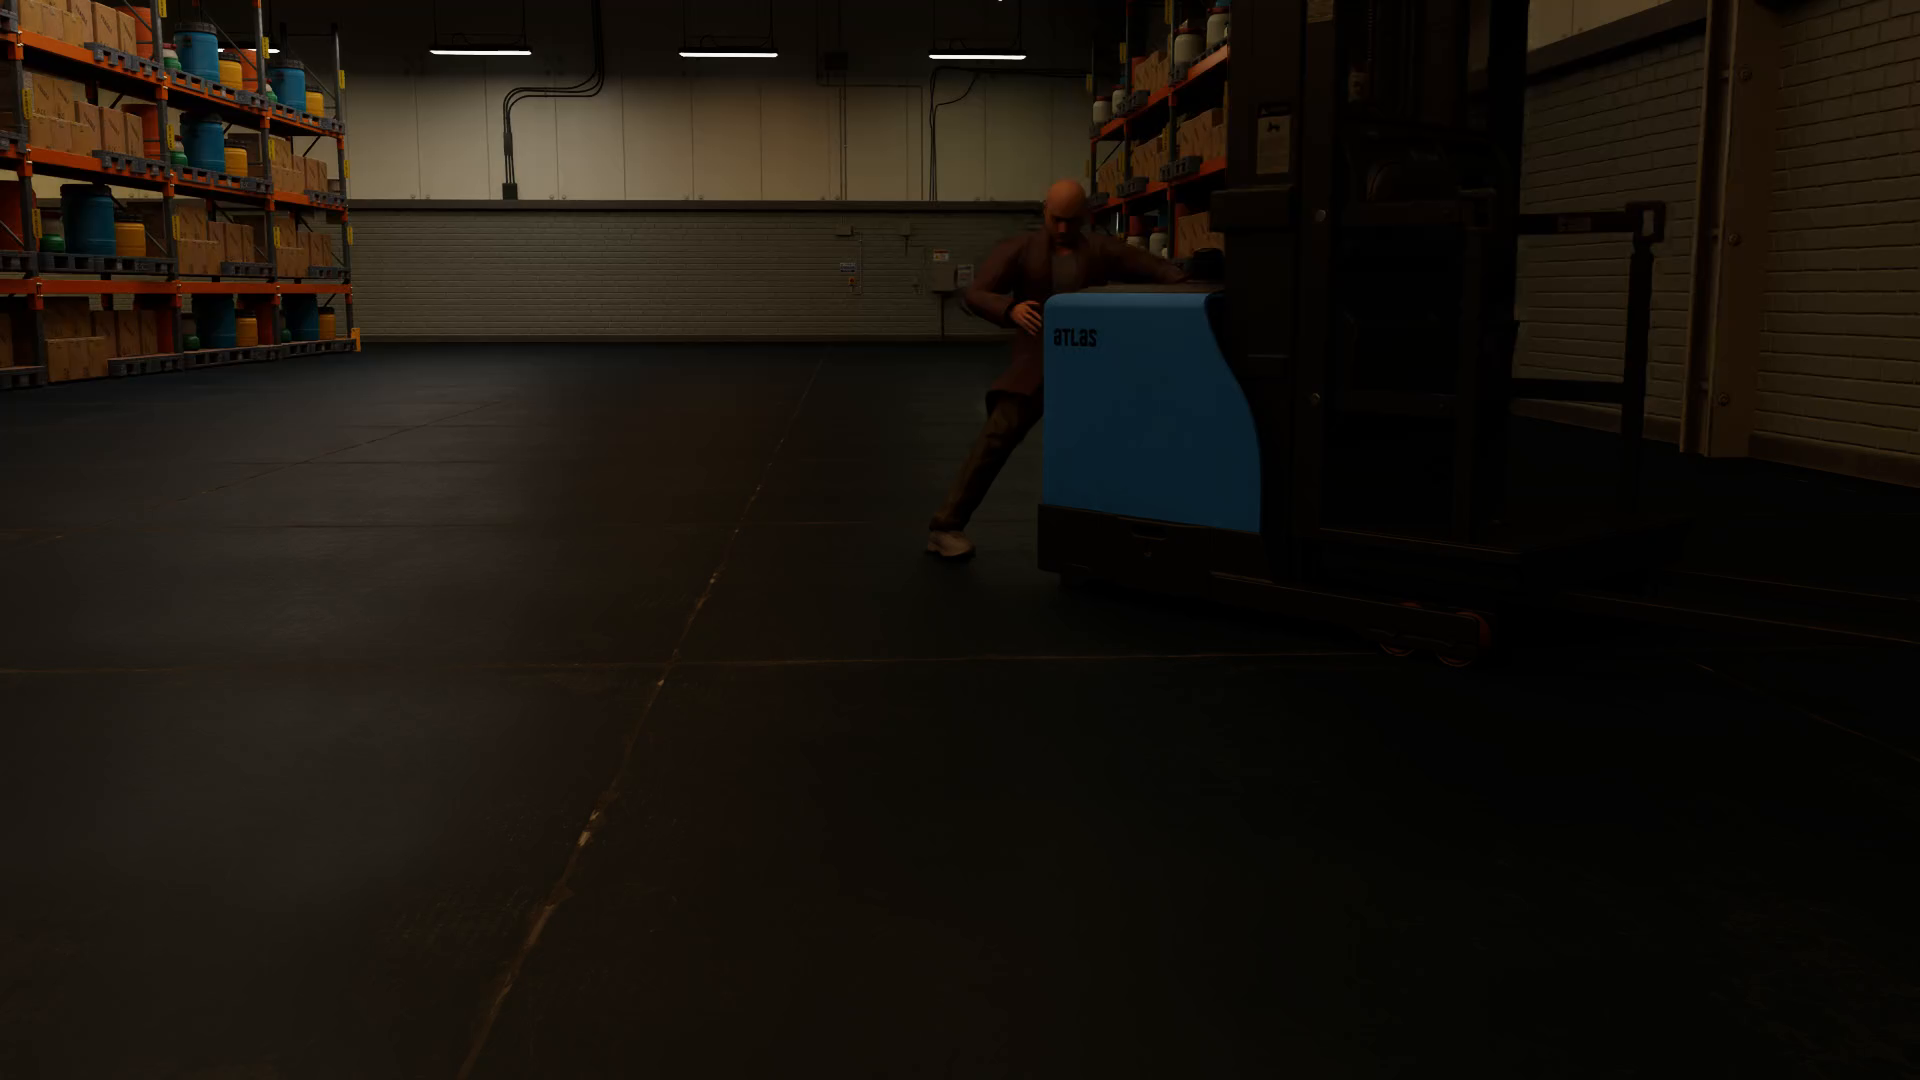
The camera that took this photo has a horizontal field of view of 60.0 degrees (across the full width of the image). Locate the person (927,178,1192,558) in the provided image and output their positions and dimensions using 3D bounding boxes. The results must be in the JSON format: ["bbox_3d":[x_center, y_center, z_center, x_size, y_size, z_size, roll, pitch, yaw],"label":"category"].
[{"bbox_3d":[0.521,-0.734,7.000,1.343,1.540,0.767,-1,8,-5],"label":"person"}]

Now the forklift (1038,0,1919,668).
[{"bbox_3d":[1.643,-1.163,5.164,1.130,2.935,3.031,-7,11,-41],"label":"forklift"}]
